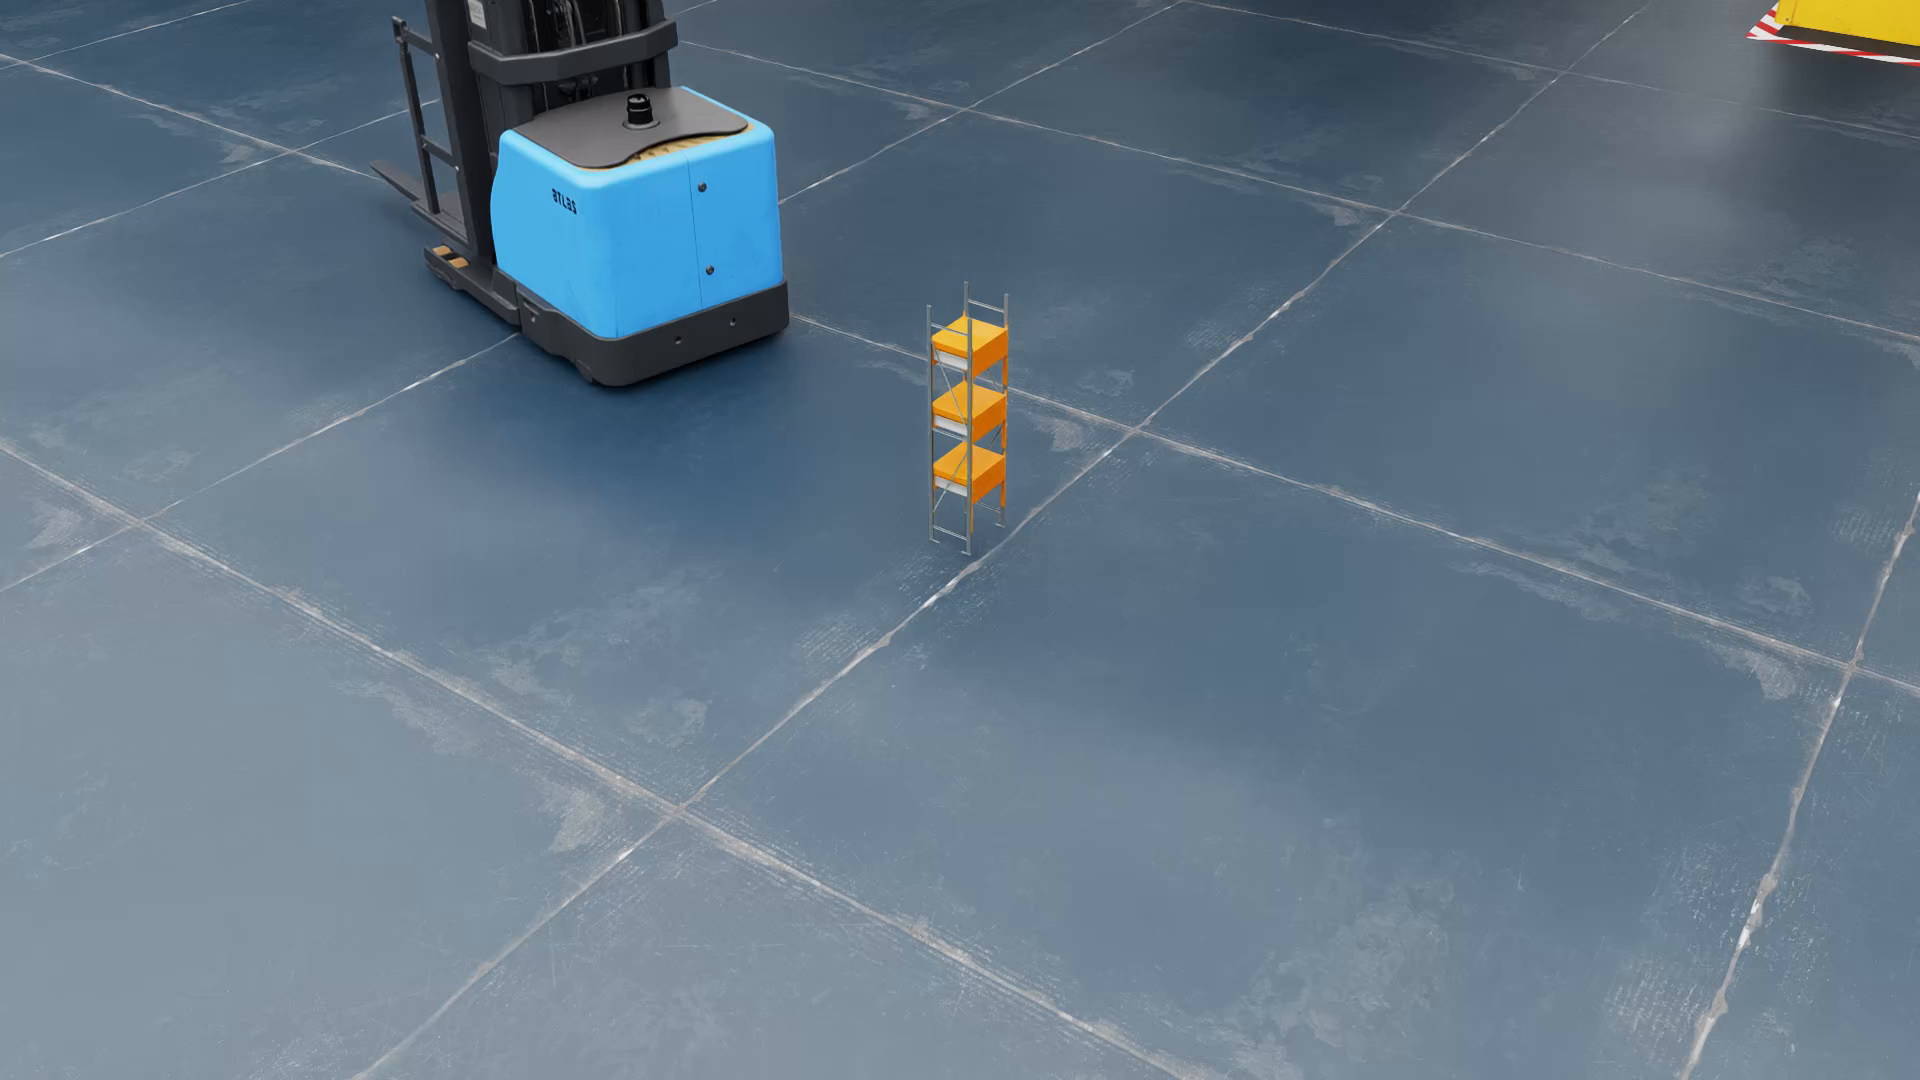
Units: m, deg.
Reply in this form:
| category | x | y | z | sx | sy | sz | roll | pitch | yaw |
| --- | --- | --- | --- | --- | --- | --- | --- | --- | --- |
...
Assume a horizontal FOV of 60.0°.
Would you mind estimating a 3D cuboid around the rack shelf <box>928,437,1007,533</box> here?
| category | x | y | z | sx | sy | sz | roll | pitch | yaw |
| --- | --- | --- | --- | --- | --- | --- | --- | --- | --- |
| rack shelf | 0.031 | -0.221 | 6.654 | 0.215 | 0.259 | 0.240 | 21 | 39 | 28 |

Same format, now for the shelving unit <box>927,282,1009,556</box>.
| category | x | y | z | sx | sy | sz | roll | pitch | yaw |
| --- | --- | --- | --- | --- | --- | --- | --- | --- | --- |
| shelving unit | 0.031 | -0.460 | 6.492 | 0.215 | 1.050 | 0.252 | 21 | 39 | 28 |

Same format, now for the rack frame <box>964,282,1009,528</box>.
| category | x | y | z | sx | sy | sz | roll | pitch | yaw |
| --- | --- | --- | --- | --- | --- | --- | --- | --- | --- |
| rack frame | 0.100 | -0.516 | 6.575 | 0.200 | 1.050 | 0.008 | 21 | 39 | 28 |

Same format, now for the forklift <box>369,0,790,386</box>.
| category | x | y | z | sx | sy | sz | roll | pitch | yaw |
| --- | --- | --- | --- | --- | --- | --- | --- | --- | --- |
| forklift | -2.172 | -2.677 | 8.093 | 1.130 | 2.935 | 3.031 | -25 | 41 | -32 |

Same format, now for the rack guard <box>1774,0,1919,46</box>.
| category | x | y | z | sx | sy | sz | roll | pitch | yaw |
| --- | --- | --- | --- | --- | --- | --- | --- | --- | --- |
| rack guard | 6.684 | -3.988 | 12.201 | 1.175 | 0.500 | 0.348 | 21 | 39 | 28 |

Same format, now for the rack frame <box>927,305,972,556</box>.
| category | x | y | z | sx | sy | sz | roll | pitch | yaw |
| --- | --- | --- | --- | --- | --- | --- | --- | --- | --- |
| rack frame | -0.039 | -0.403 | 6.409 | 0.200 | 1.050 | 0.008 | 21 | 39 | 28 |

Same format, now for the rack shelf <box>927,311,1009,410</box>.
| category | x | y | z | sx | sy | sz | roll | pitch | yaw |
| --- | --- | --- | --- | --- | --- | --- | --- | --- | --- |
| rack shelf | 0.031 | -0.686 | 6.339 | 0.215 | 0.259 | 0.240 | 21 | 39 | 28 |

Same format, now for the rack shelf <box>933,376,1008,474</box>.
| category | x | y | z | sx | sy | sz | roll | pitch | yaw |
| --- | --- | --- | --- | --- | --- | --- | --- | --- | --- |
| rack shelf | 0.031 | -0.451 | 6.498 | 0.215 | 0.259 | 0.240 | 21 | 39 | 28 |
